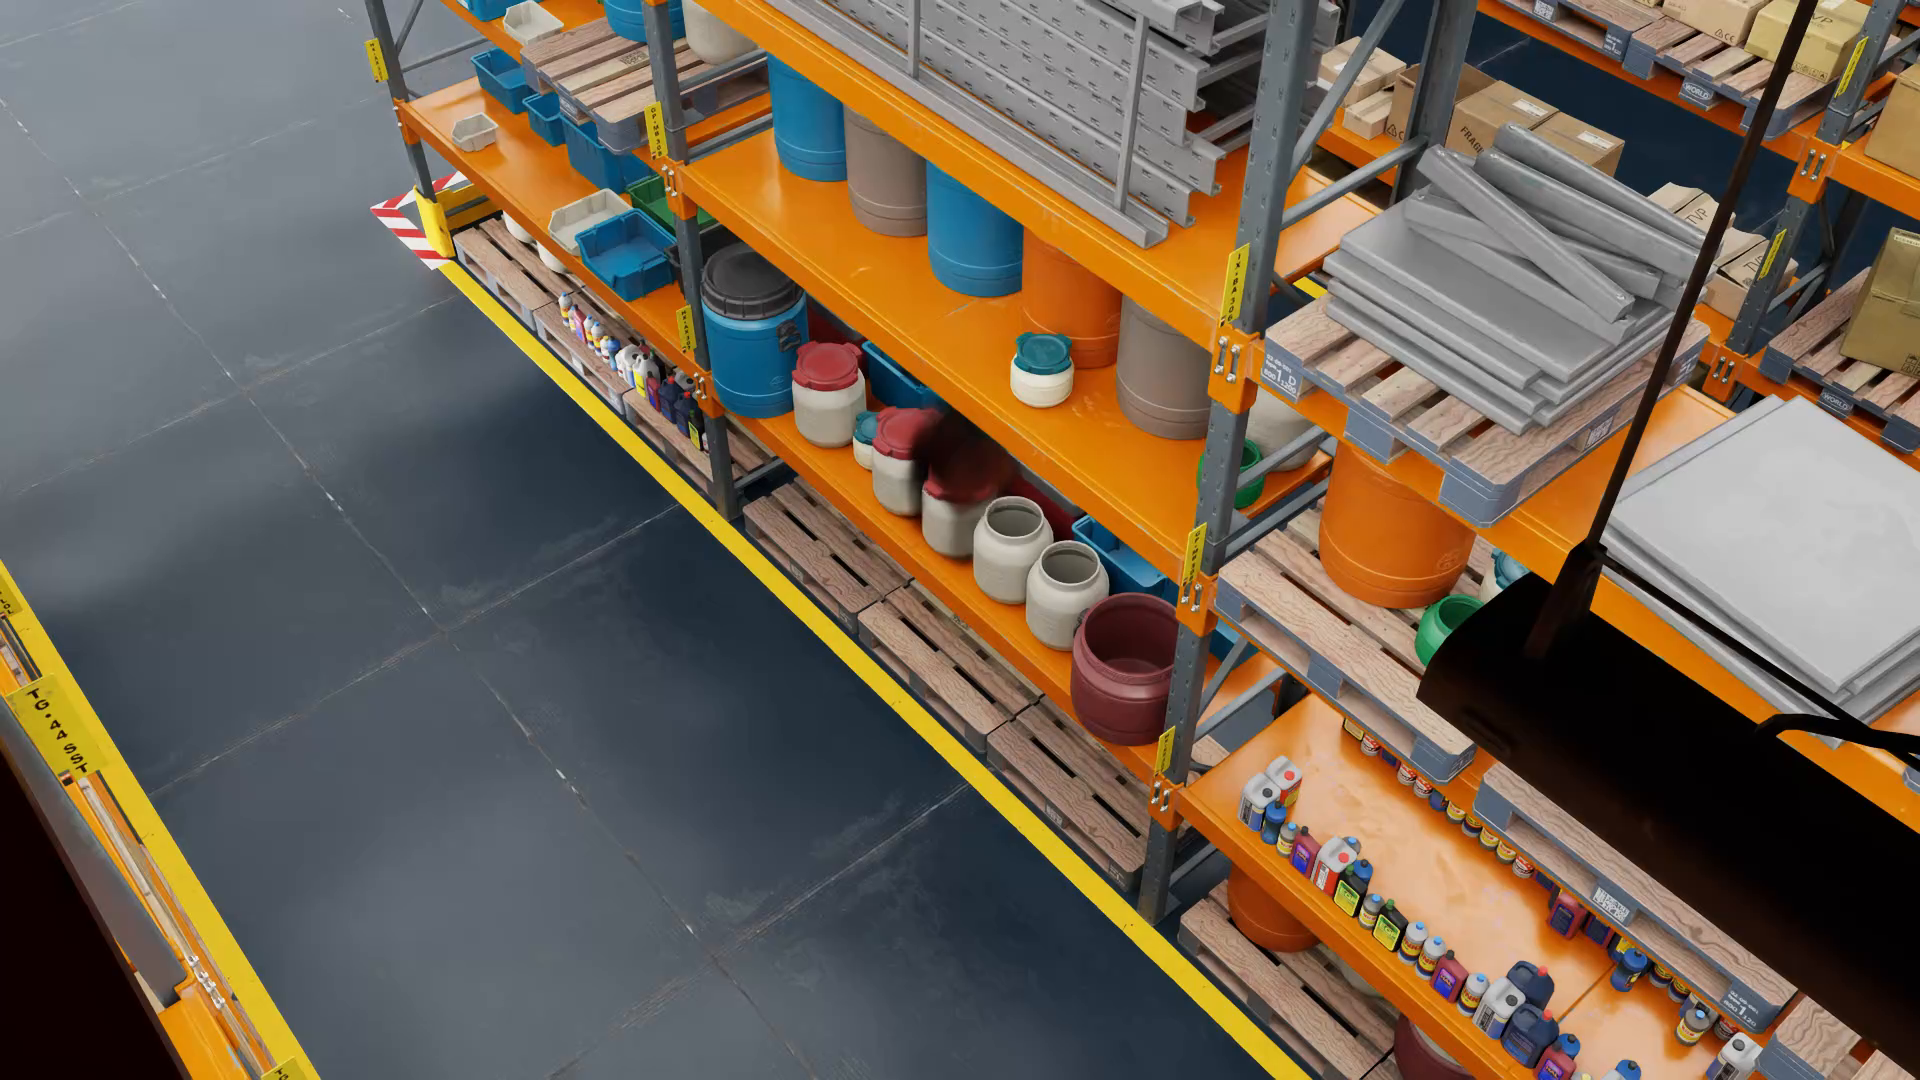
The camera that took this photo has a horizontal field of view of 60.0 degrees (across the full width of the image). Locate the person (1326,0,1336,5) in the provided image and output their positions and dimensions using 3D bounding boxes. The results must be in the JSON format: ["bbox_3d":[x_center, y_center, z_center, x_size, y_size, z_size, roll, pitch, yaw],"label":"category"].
[{"bbox_3d":[3.032,-4.674,14.320,0.614,1.585,0.574,-14,48,-13],"label":"person"}]
